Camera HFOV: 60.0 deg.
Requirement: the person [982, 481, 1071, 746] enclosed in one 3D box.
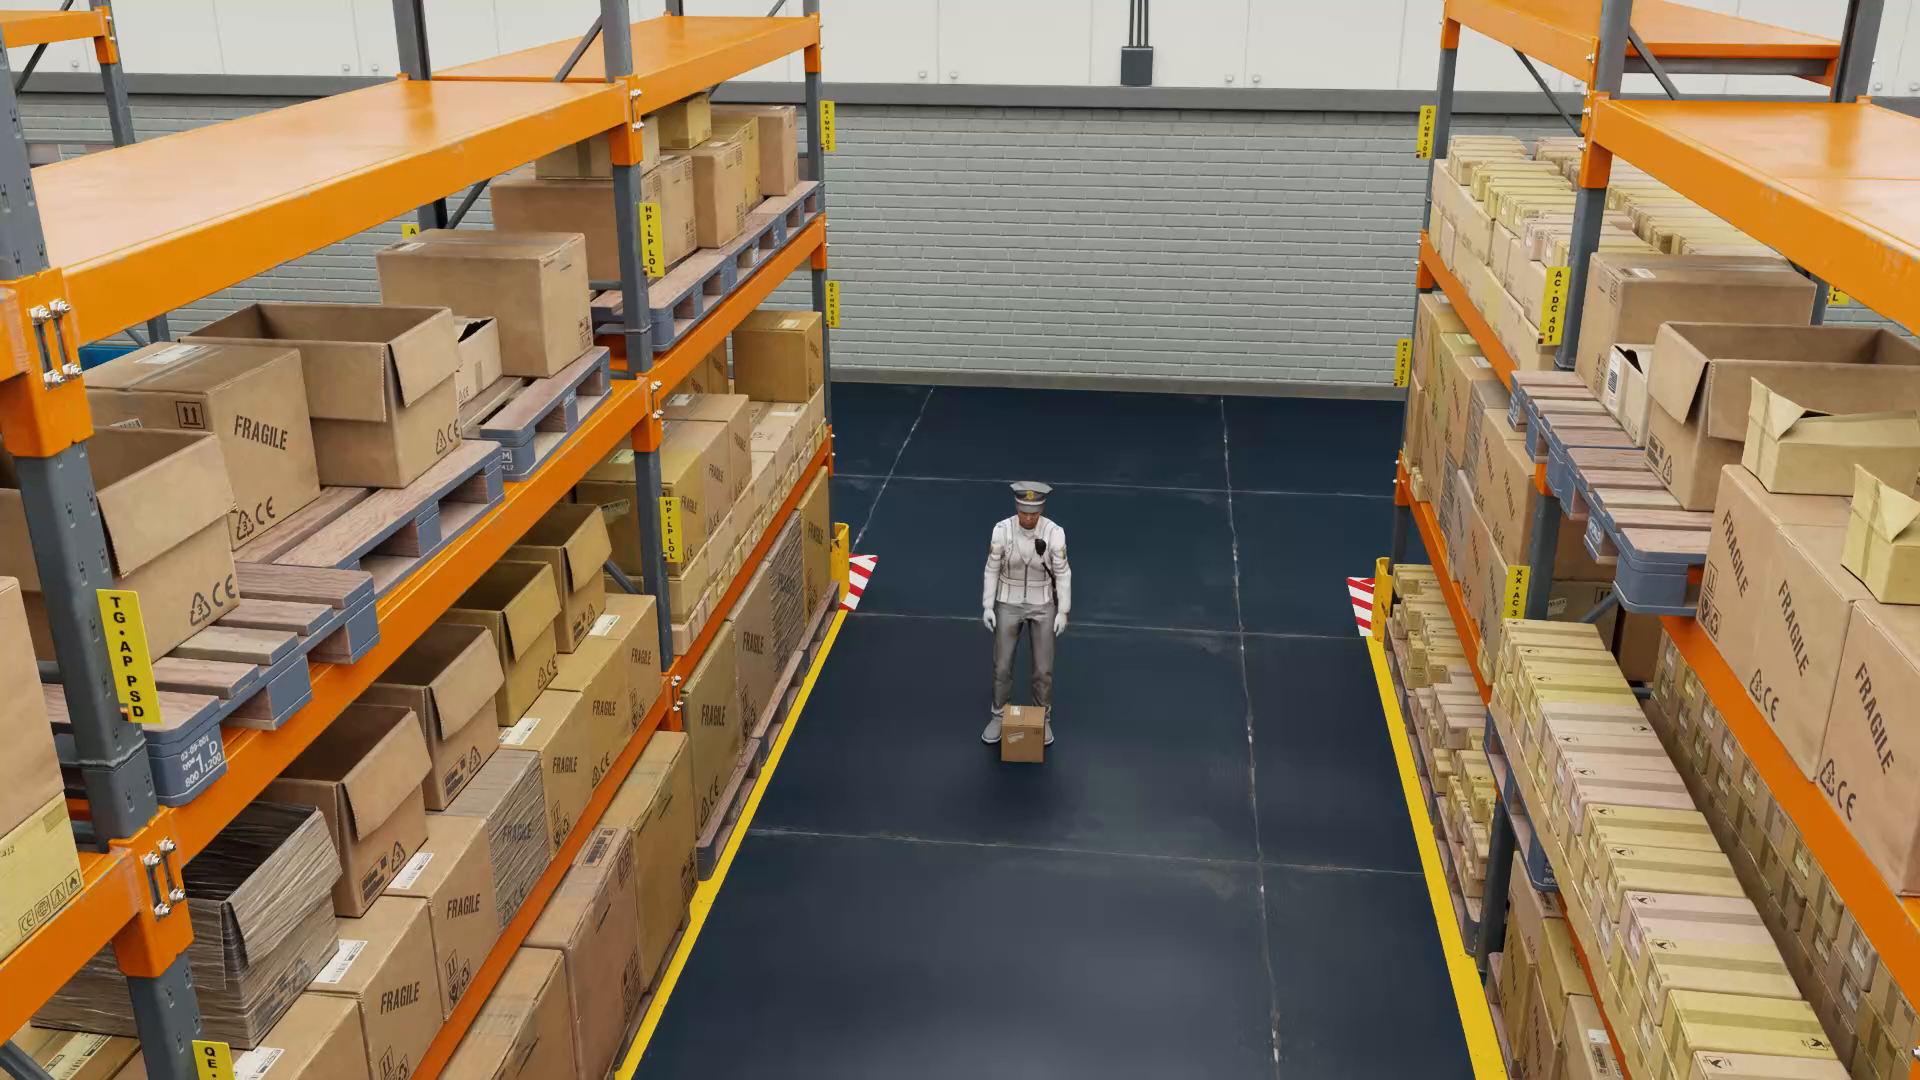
[{"bbox_3d":[0.398,0.424,9.993,0.529,1.663,0.372,3,21,7],"label":"person"}]
